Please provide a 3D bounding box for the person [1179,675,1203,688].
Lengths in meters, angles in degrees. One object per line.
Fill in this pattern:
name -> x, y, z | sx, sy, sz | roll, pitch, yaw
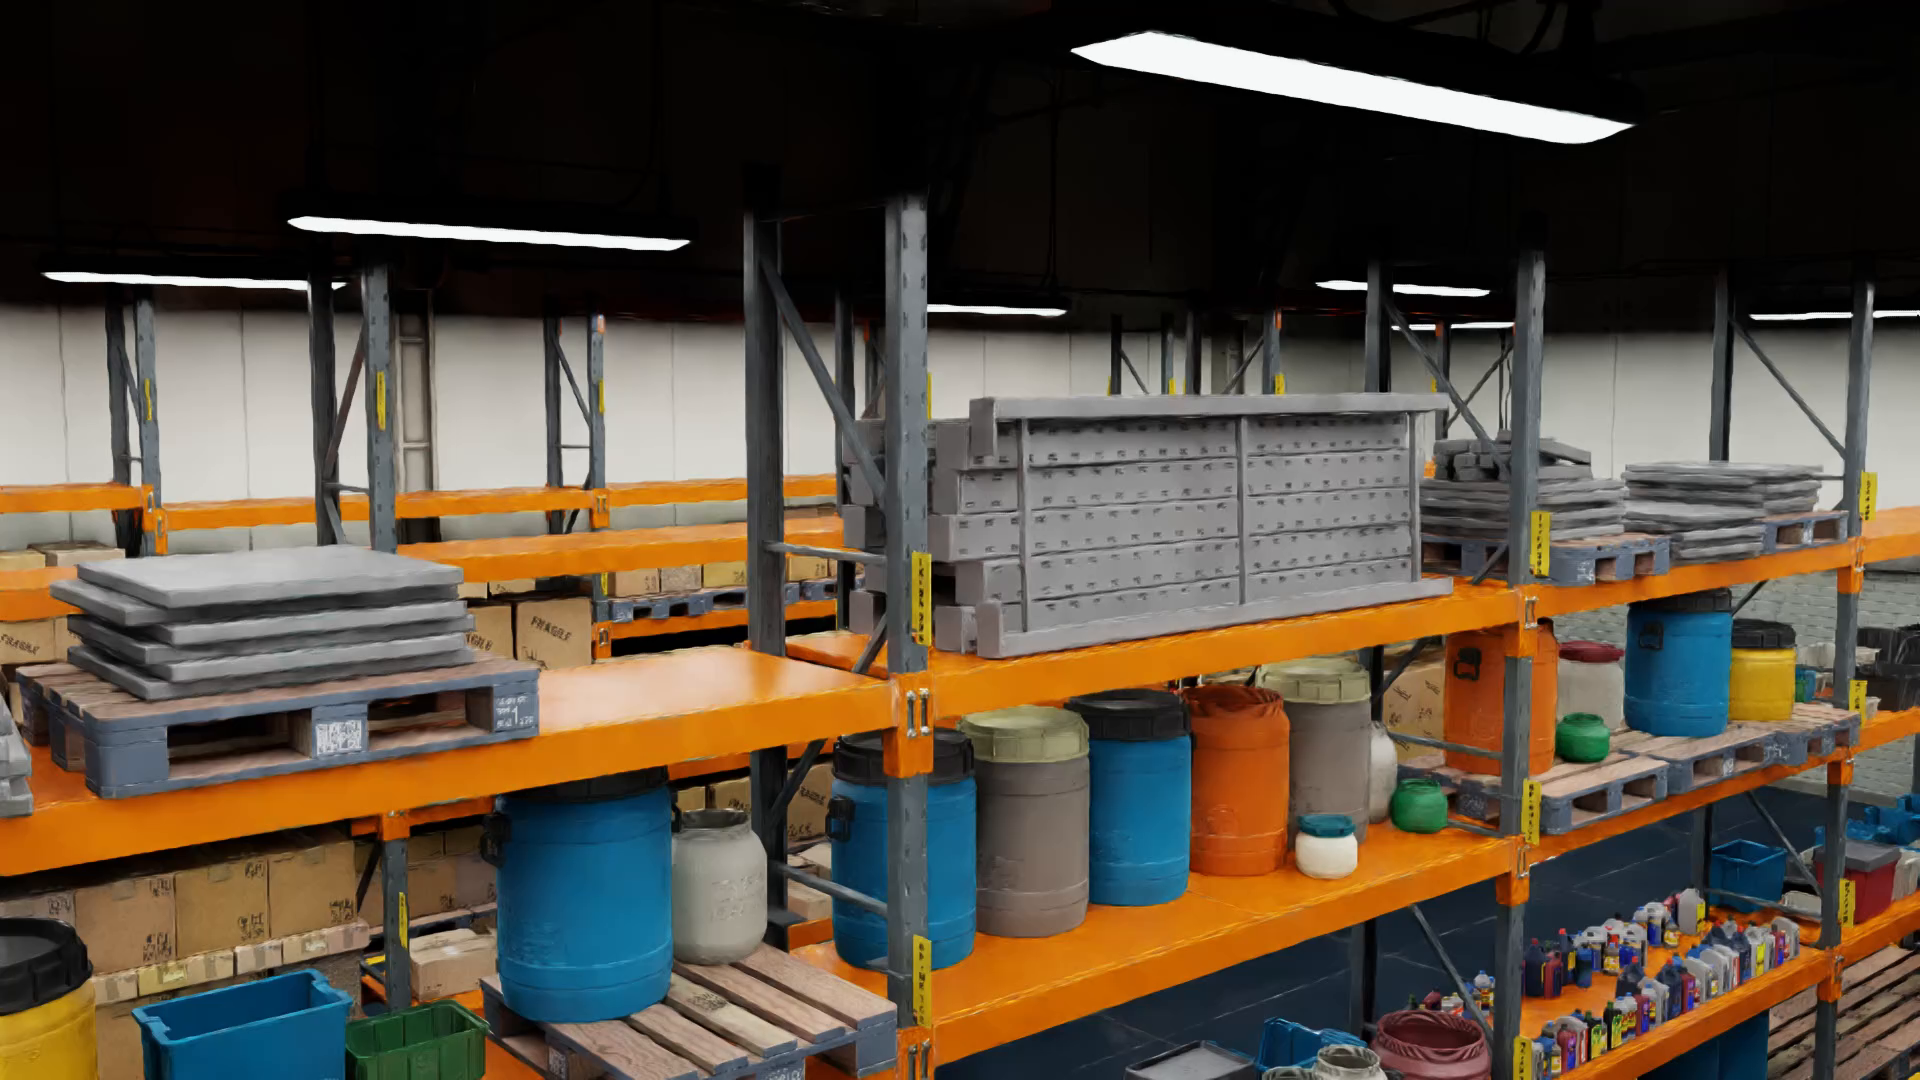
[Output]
person -> 3.179, 2.089, 23.216 | 0.682, 1.670, 0.553 | 0, 6, -2
